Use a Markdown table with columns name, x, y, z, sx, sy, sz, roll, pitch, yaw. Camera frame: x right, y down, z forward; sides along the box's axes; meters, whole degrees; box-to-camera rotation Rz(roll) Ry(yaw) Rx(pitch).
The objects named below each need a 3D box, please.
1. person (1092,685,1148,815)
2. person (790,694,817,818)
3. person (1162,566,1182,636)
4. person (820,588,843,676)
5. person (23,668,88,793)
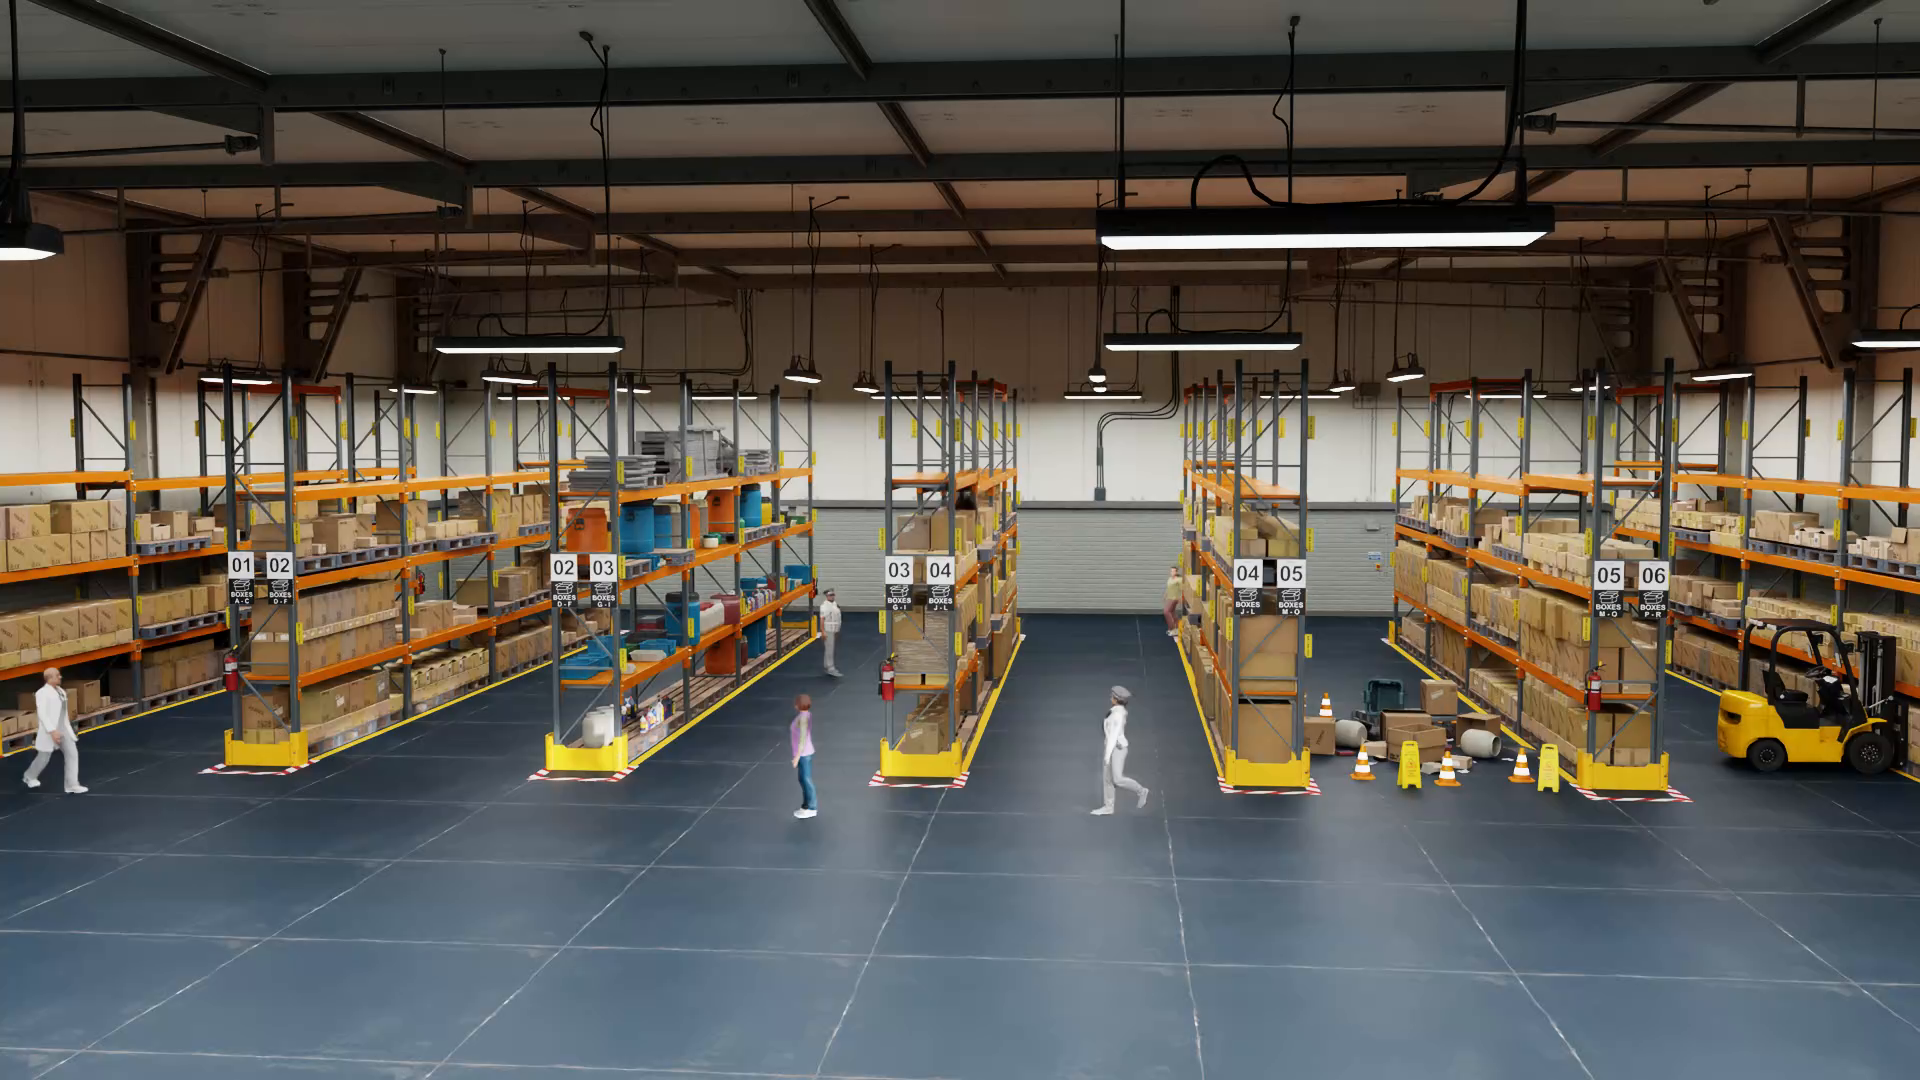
| name | x | y | z | sx | sy | sz | roll | pitch | yaw |
| --- | --- | --- | --- | --- | --- | --- | --- | --- | --- |
| person | 2.070 | 2.736 | 21.687 | 0.694 | 1.685 | 0.434 | -1 | 4 | -17 |
| person | -2.026 | 2.796 | 21.517 | 0.352 | 1.616 | 0.456 | -1 | 4 | -8 |
| person | 5.175 | 1.488 | 40.680 | 0.510 | 1.691 | 0.426 | -1 | 4 | -14 |
| person | -2.596 | 1.881 | 34.172 | 0.529 | 1.799 | 0.577 | 1 | 4 | 20 |
| person | -12.534 | 2.627 | 22.953 | 1.061 | 1.736 | 0.541 | 2 | 4 | 28 |
